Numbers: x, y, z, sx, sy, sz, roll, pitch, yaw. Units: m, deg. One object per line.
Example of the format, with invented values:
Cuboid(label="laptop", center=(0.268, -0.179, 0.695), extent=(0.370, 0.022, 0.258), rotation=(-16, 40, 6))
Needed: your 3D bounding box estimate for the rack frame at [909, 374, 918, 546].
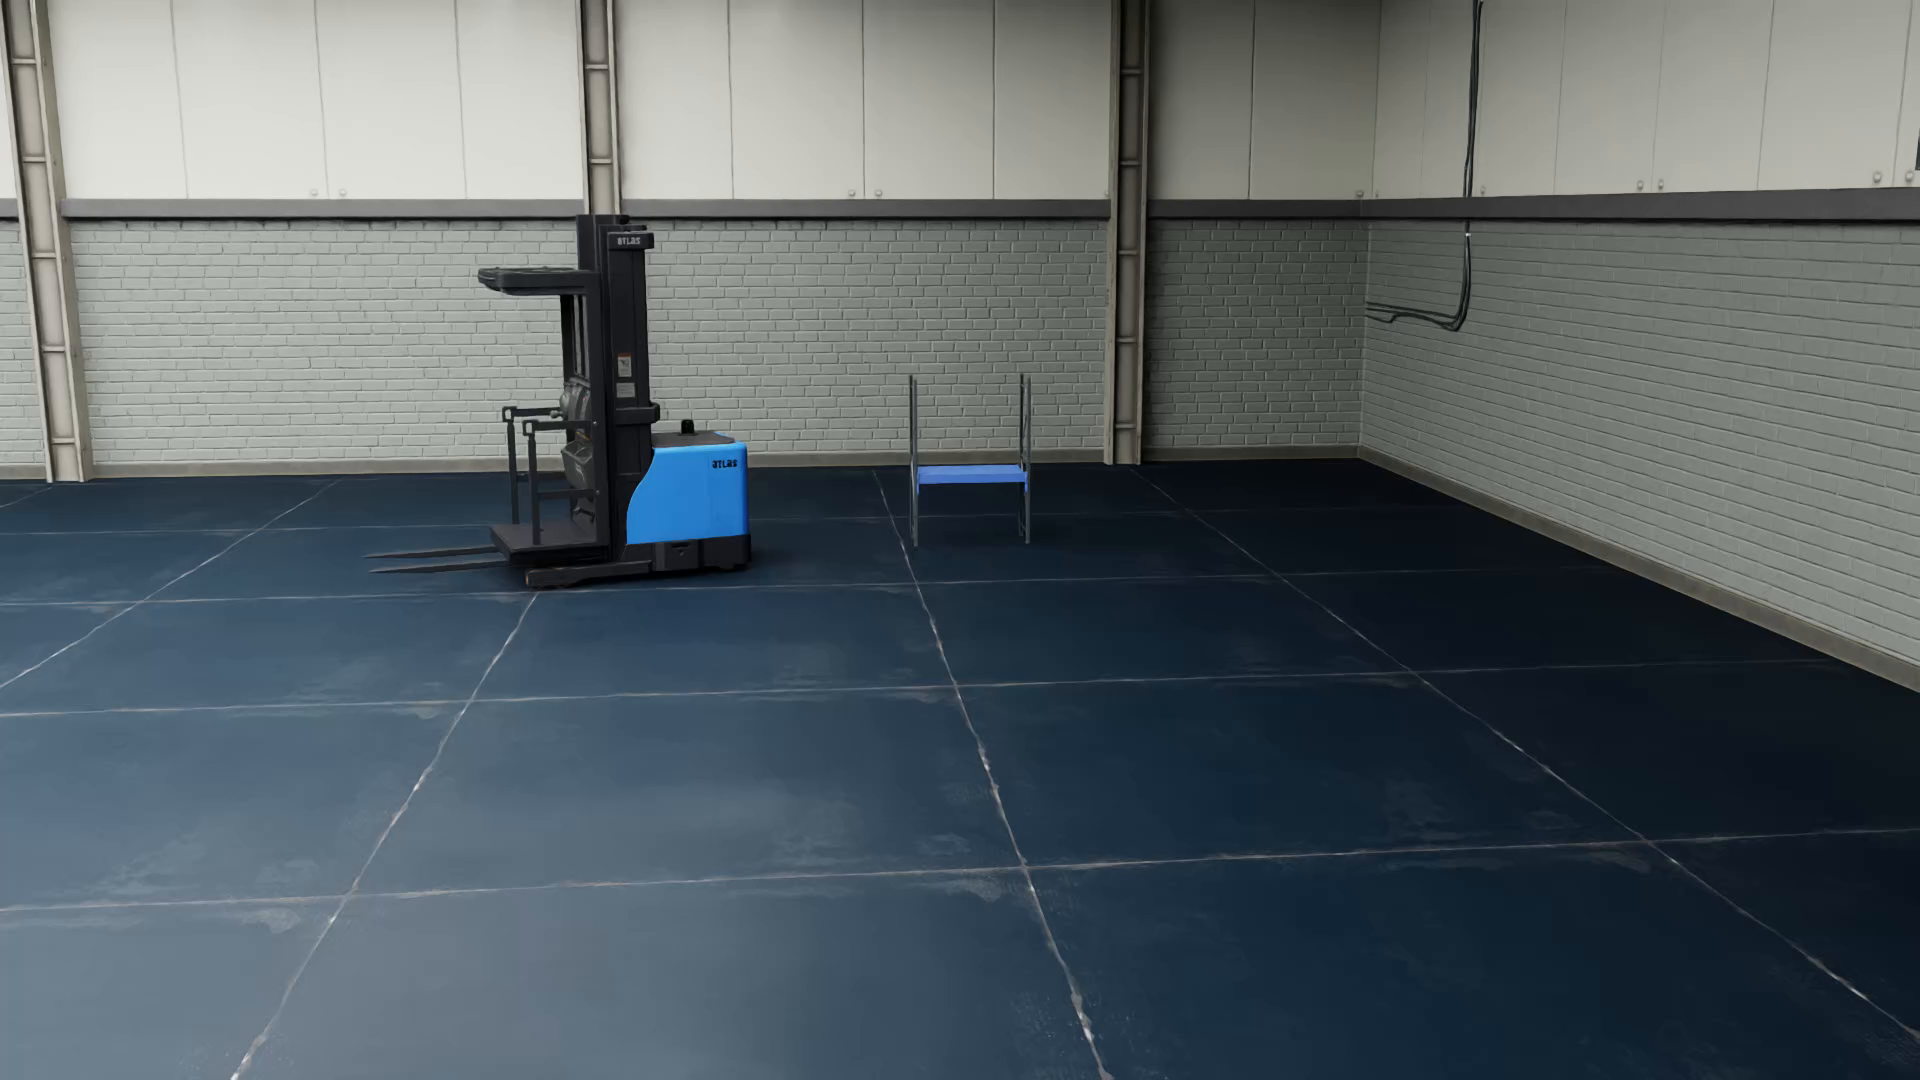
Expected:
Cuboid(label="rack frame", center=(-0.421, -0.727, 15.061), extent=(0.032, 1.500, 0.500), rotation=(-1, 11, -6))

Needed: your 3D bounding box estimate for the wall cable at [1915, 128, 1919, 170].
Cuboid(label="wall cable", center=(6.027, -4.996, 8.517), extent=(0.169, 6.003, 2.305), rotation=(-1, 11, -6))

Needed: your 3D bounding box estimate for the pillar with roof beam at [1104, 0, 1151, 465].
Cuboid(label="pillar with roof beam", center=(2.411, -4.514, 14.885), extent=(0.400, 9.000, 9.100), rotation=(-1, 11, -6))

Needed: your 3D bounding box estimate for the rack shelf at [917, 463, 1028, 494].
Cuboid(label="rack shelf", center=(0.085, -0.561, 15.149), extent=(1.000, 0.185, 0.538), rotation=(-1, 11, -6))

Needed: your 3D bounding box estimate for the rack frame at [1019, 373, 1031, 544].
Cuboid(label="rack frame", center=(0.590, -0.748, 15.168), extent=(0.032, 1.500, 0.500), rotation=(-1, 11, -6))

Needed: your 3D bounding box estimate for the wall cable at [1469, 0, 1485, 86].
Cuboid(label="wall cable", center=(5.309, -5.583, 15.280), extent=(0.112, 2.526, 3.097), rotation=(-1, 11, -6))

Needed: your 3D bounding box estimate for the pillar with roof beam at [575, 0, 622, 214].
Cuboid(label="pillar with roof beam", center=(-3.554, -4.389, 14.250), extent=(0.400, 9.000, 9.100), rotation=(-1, 11, -6))

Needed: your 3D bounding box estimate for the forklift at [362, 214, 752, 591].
Cuboid(label="forklift", center=(-3.314, -1.152, 13.514), extent=(3.031, 2.935, 1.130), rotation=(-5, 12, -24))

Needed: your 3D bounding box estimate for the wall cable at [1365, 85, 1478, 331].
Cuboid(label="wall cable", center=(5.017, -3.624, 18.406), extent=(0.112, 2.526, 3.097), rotation=(-1, 11, -6))

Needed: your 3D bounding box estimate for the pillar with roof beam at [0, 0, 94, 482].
Cuboid(label="pillar with roof beam", center=(-9.519, -4.264, 13.614), extent=(0.400, 9.000, 9.100), rotation=(-1, 11, -6))

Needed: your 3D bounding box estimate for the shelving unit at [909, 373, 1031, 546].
Cuboid(label="shelving unit", center=(0.085, -0.738, 15.114), extent=(1.048, 1.500, 0.538), rotation=(-1, 11, -6))
